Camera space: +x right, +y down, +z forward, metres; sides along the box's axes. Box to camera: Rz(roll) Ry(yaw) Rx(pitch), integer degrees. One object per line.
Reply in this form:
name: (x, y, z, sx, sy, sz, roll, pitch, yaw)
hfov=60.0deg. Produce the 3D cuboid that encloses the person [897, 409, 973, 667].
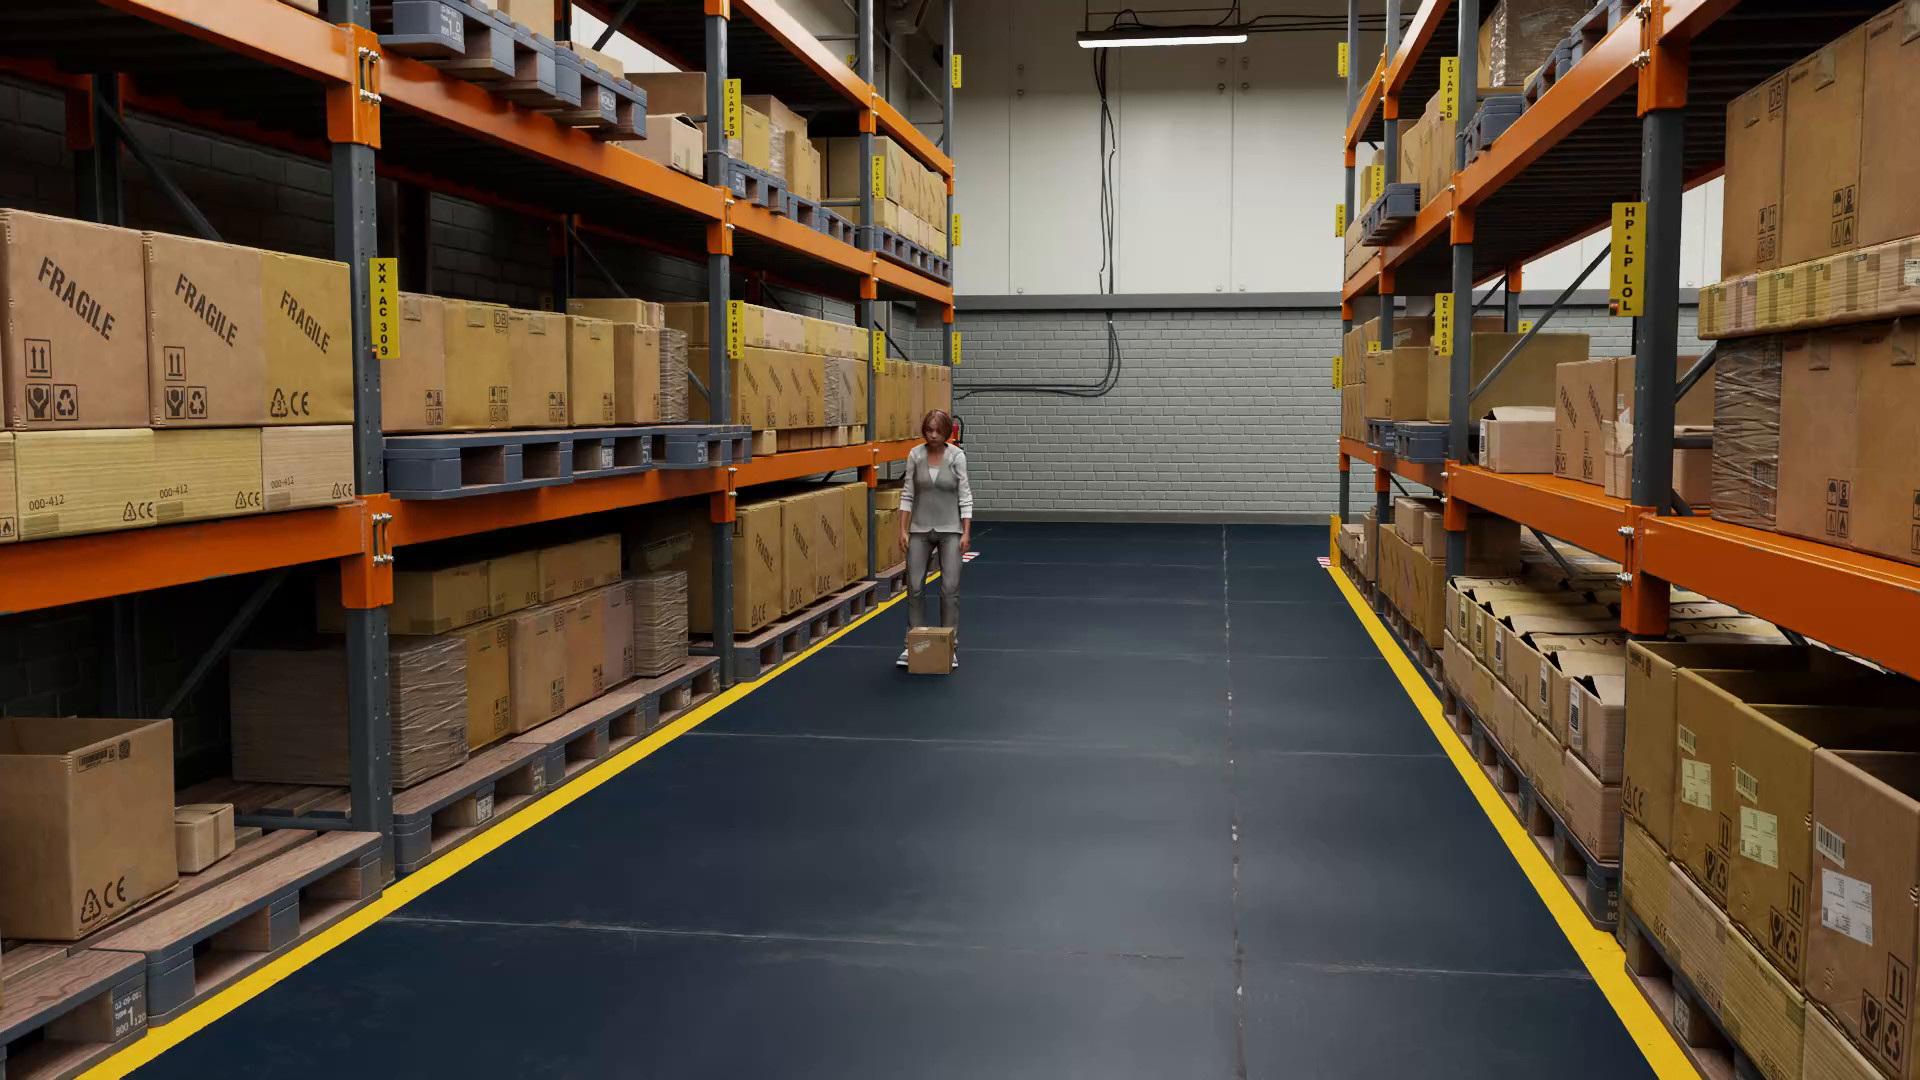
person: (-0.154, -0.015, 10.309, 0.459, 1.593, 0.372, 1, 5, 8)
